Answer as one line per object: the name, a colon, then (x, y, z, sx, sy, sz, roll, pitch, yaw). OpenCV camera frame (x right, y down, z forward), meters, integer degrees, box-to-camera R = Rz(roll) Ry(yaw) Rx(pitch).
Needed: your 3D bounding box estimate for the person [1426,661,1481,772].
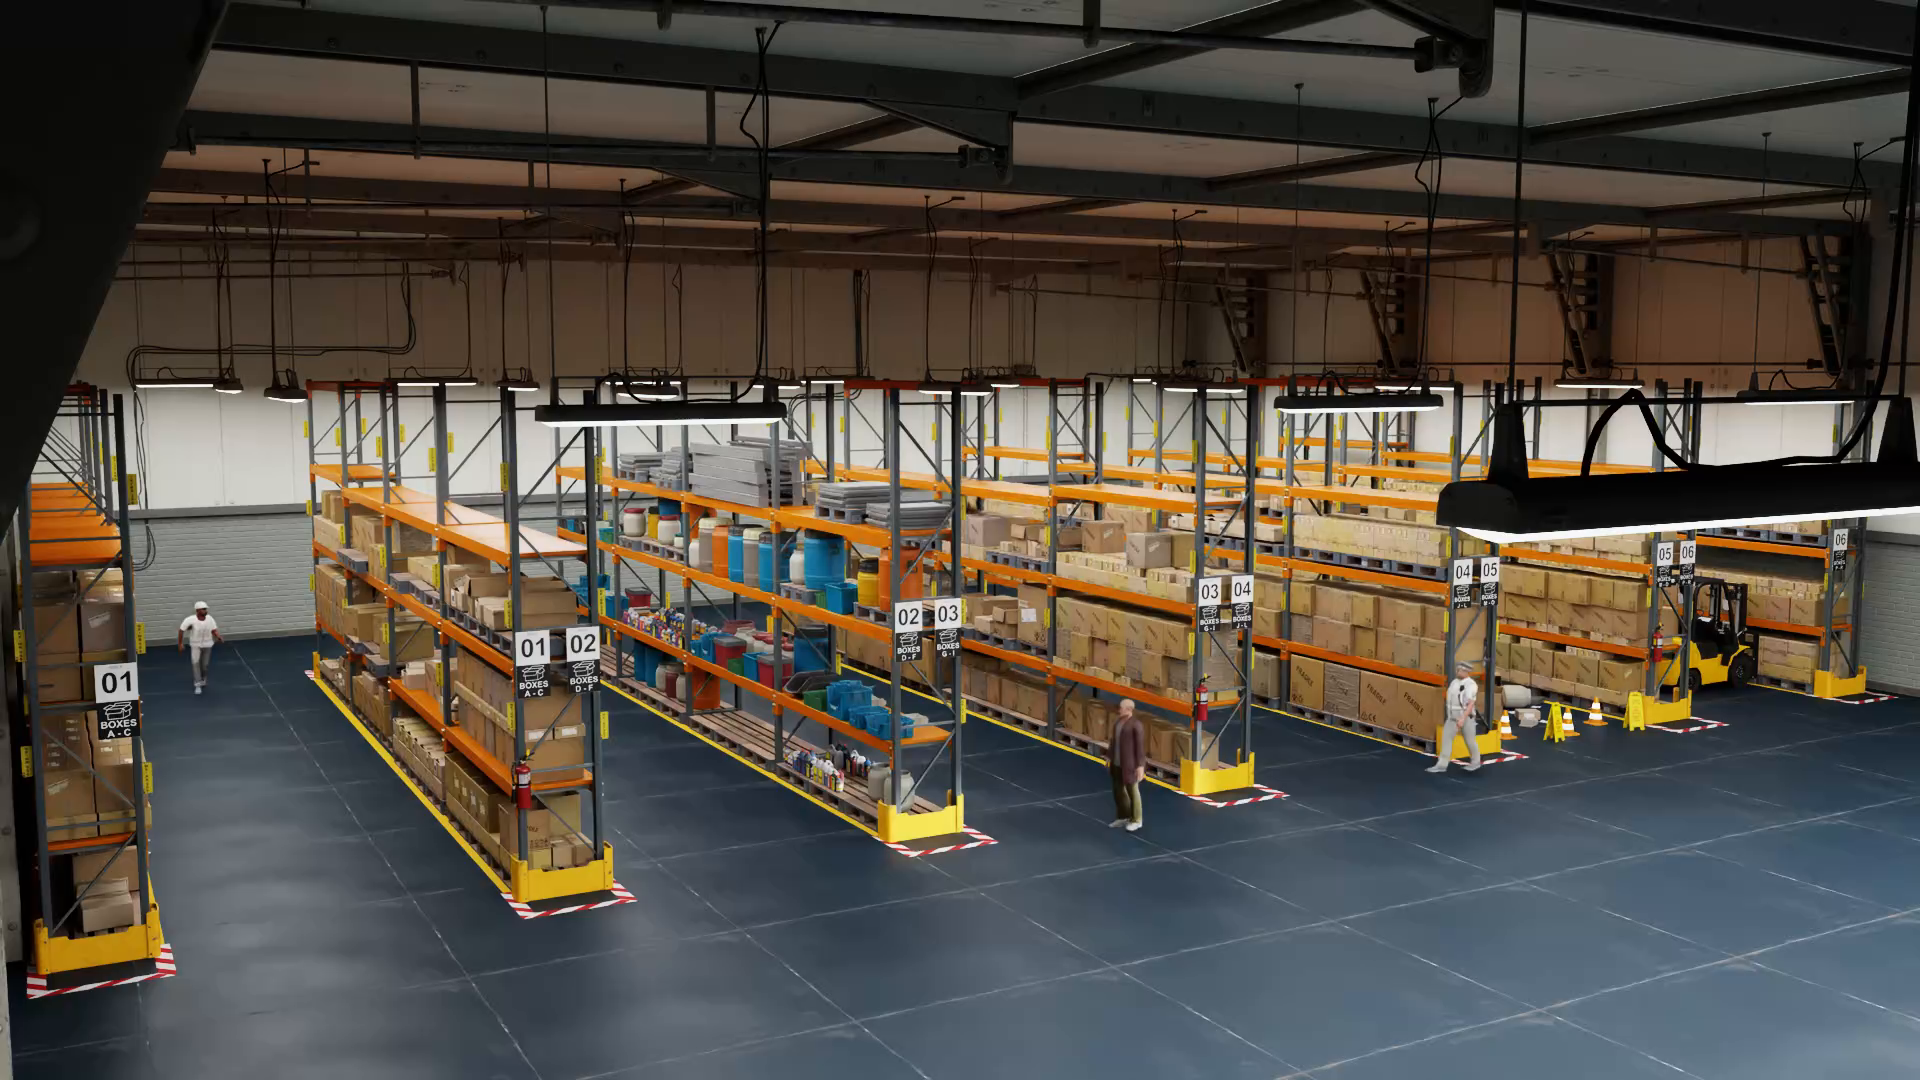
person: (7.673, 2.725, 25.646, 0.910, 1.724, 0.569, -4, 7, -33)

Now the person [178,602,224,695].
person: (-14.711, 2.060, 32.229, 0.787, 1.746, 0.994, -3, 7, -27)

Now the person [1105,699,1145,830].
person: (2.266, 3.058, 22.587, 0.400, 1.827, 0.704, -5, 8, -40)
